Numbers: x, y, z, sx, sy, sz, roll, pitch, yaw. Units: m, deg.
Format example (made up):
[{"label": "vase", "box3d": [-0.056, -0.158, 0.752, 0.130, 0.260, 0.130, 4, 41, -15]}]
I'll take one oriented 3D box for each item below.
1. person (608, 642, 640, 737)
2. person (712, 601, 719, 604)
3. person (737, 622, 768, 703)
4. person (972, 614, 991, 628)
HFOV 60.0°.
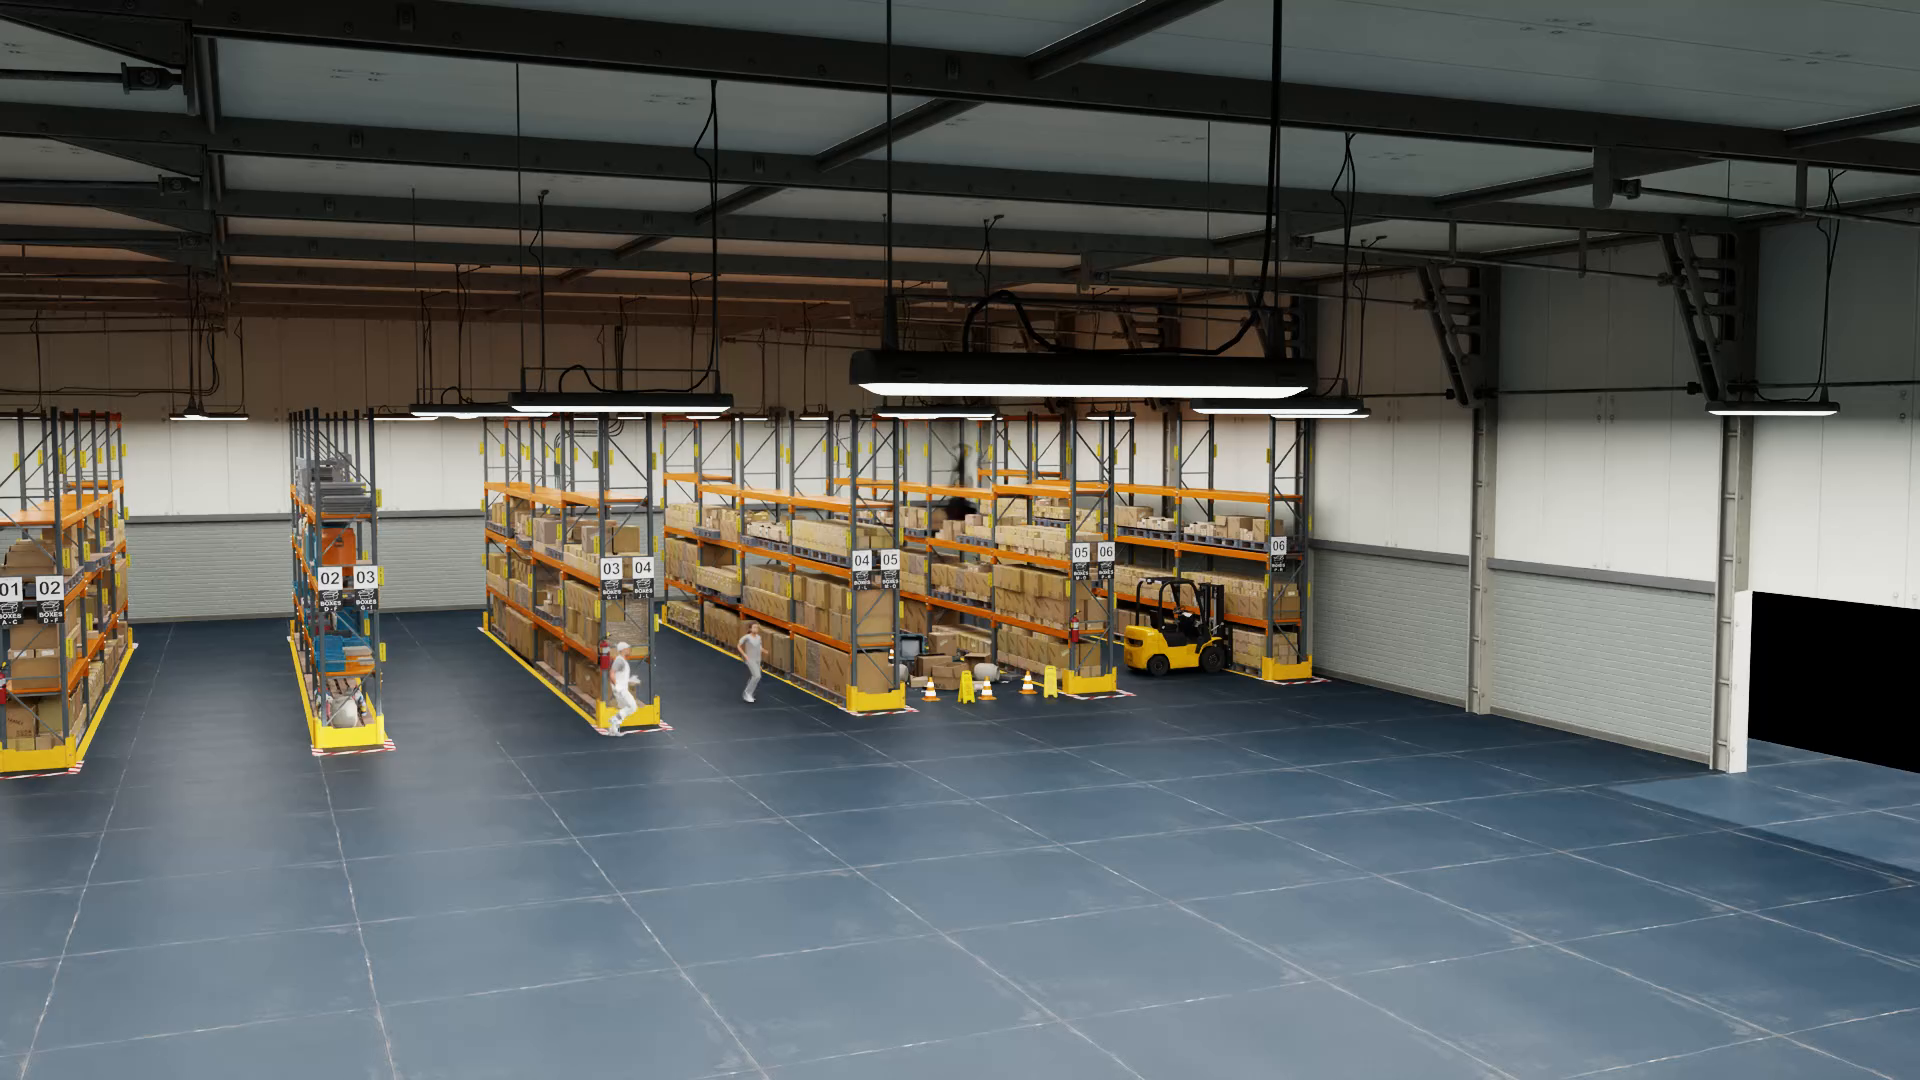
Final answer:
[{"label": "person", "box3d": [-6.147, 2.725, 30.404, 0.587, 1.731, 0.642, -1, 4, -9]}, {"label": "person", "box3d": [-7.106, 1.499, 49.064, 0.630, 1.587, 0.555, 1, 4, 14]}, {"label": "person", "box3d": [-4.235, 2.504, 34.116, 0.658, 1.657, 0.540, 3, 5, 39]}, {"label": "person", "box3d": [0.616, 1.674, 46.029, 0.670, 1.751, 0.869, -3, 5, -40]}]
